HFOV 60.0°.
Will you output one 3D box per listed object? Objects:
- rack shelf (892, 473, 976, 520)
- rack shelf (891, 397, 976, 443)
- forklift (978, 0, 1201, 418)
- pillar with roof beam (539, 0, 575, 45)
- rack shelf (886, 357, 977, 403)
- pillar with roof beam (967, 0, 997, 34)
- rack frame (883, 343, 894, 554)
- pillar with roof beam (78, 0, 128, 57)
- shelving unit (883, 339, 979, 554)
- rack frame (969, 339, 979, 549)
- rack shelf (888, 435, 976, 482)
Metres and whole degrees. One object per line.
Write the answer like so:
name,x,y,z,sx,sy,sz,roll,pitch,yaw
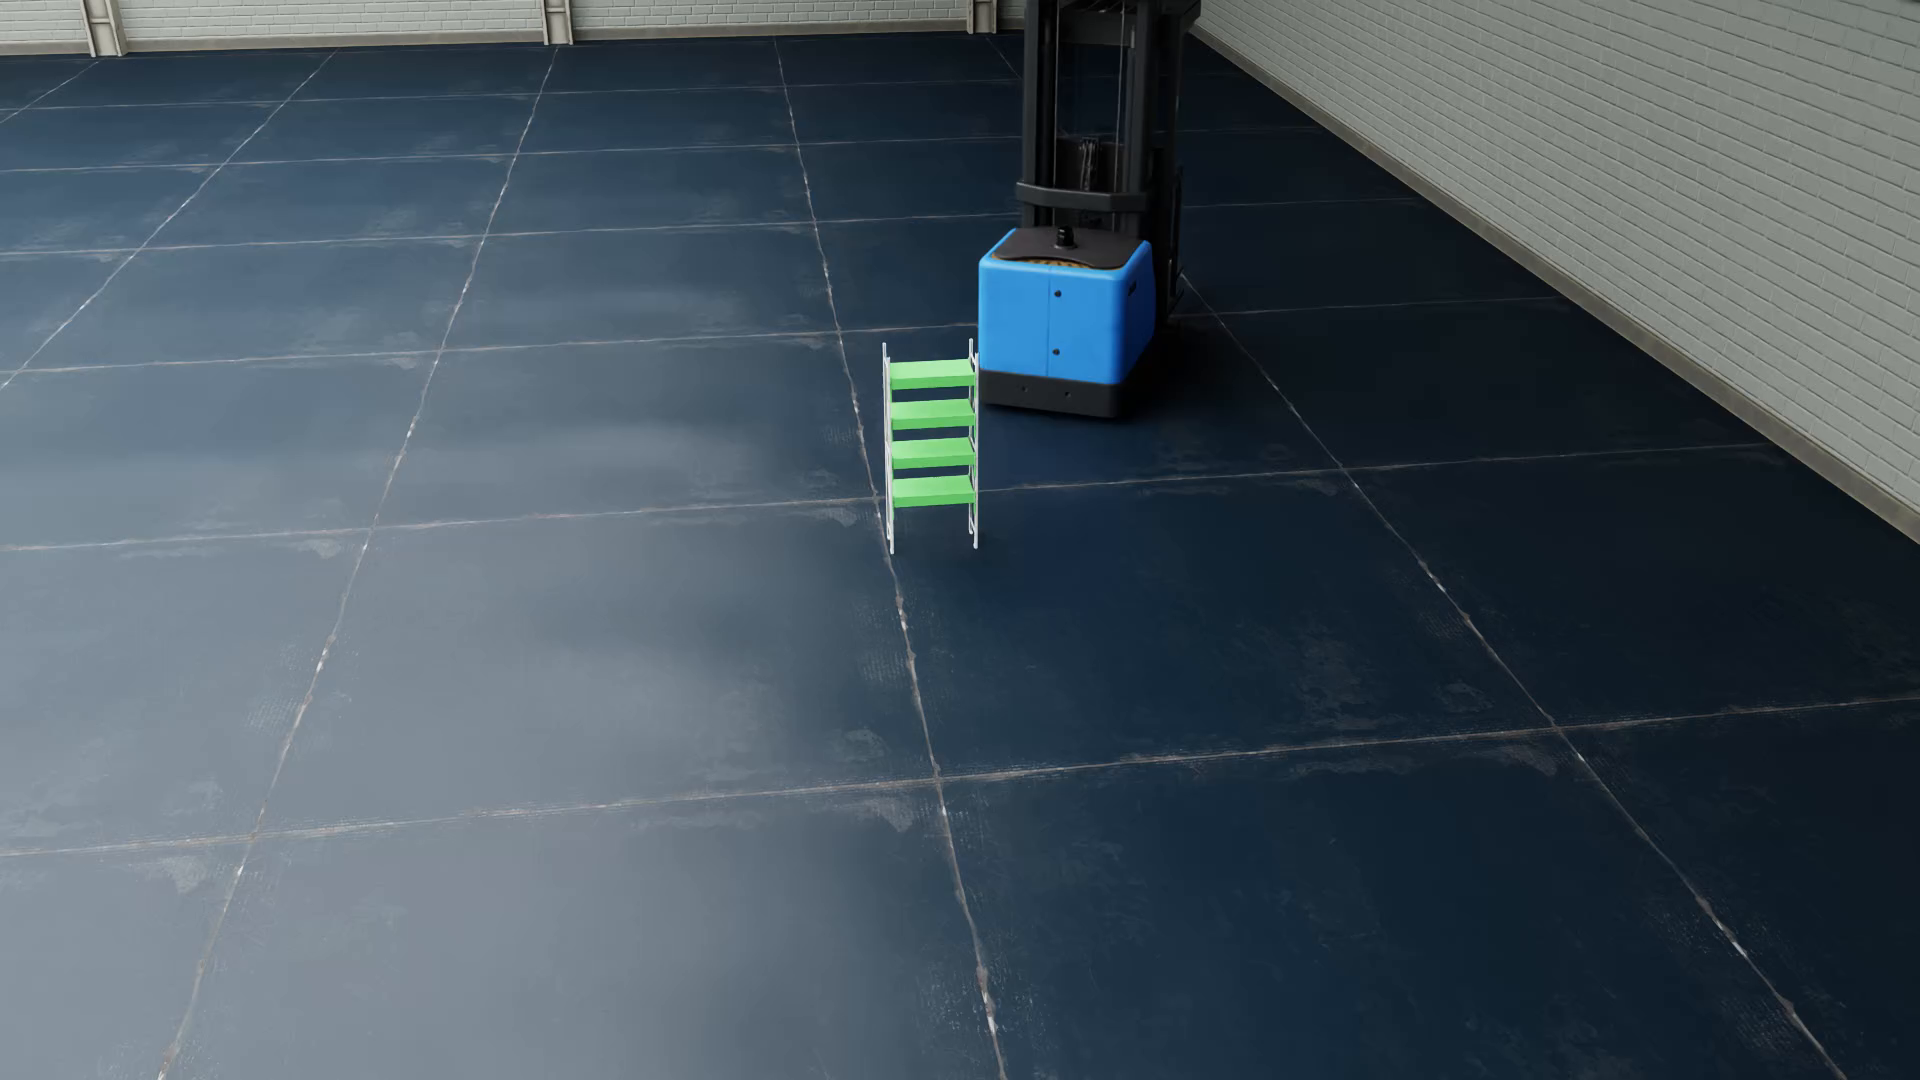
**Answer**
rack shelf,-0.164,-0.253,9.594,0.480,0.148,0.258,-4,27,-7
rack shelf,-0.164,-0.680,9.375,0.480,0.148,0.258,-4,27,-7
forklift,1.051,-2.779,11.955,1.130,2.935,3.031,8,28,16
pillar with roof beam,-5.029,-9.053,17.536,0.400,9.000,9.100,-4,27,-7
rack shelf,-0.164,-0.894,9.266,0.480,0.148,0.258,-4,27,-7
pillar with roof beam,0.913,-9.435,18.280,0.400,9.000,9.100,-4,27,-7
rack frame,-0.406,-0.508,9.425,0.015,1.200,0.240,-4,27,-7
pillar with roof beam,-10.970,-8.671,16.793,0.400,9.000,9.100,-4,27,-7
shelving unit,-0.164,-0.523,9.456,0.503,1.200,0.258,-4,27,-7
rack frame,0.078,-0.539,9.486,0.015,1.200,0.240,-4,27,-7
rack shelf,-0.164,-0.466,9.485,0.480,0.148,0.258,-4,27,-7
